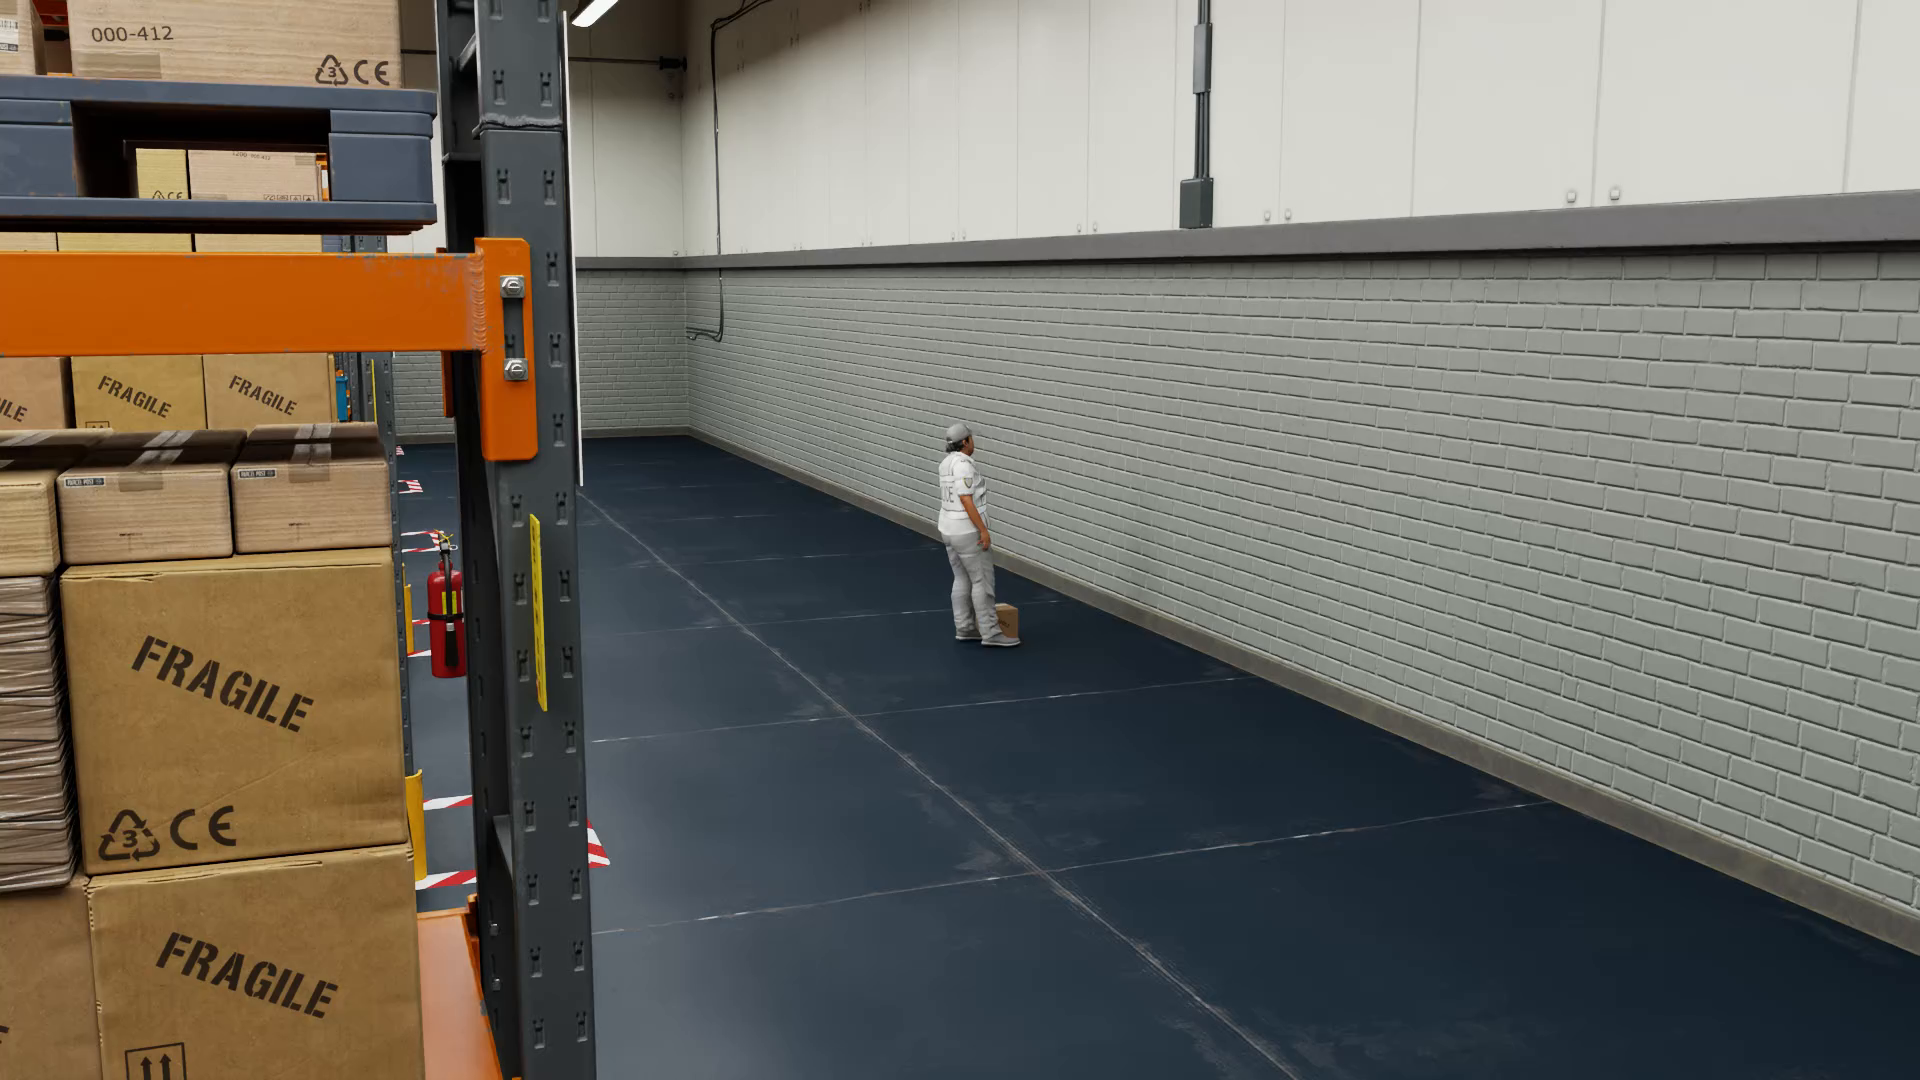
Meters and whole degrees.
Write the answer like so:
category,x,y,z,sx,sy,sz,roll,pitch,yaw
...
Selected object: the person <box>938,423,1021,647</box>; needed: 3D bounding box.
category,x,y,z,sx,sy,sz,roll,pitch,yaw
person,0.124,-0.052,12.610,0.529,1.670,0.597,-3,10,-21
